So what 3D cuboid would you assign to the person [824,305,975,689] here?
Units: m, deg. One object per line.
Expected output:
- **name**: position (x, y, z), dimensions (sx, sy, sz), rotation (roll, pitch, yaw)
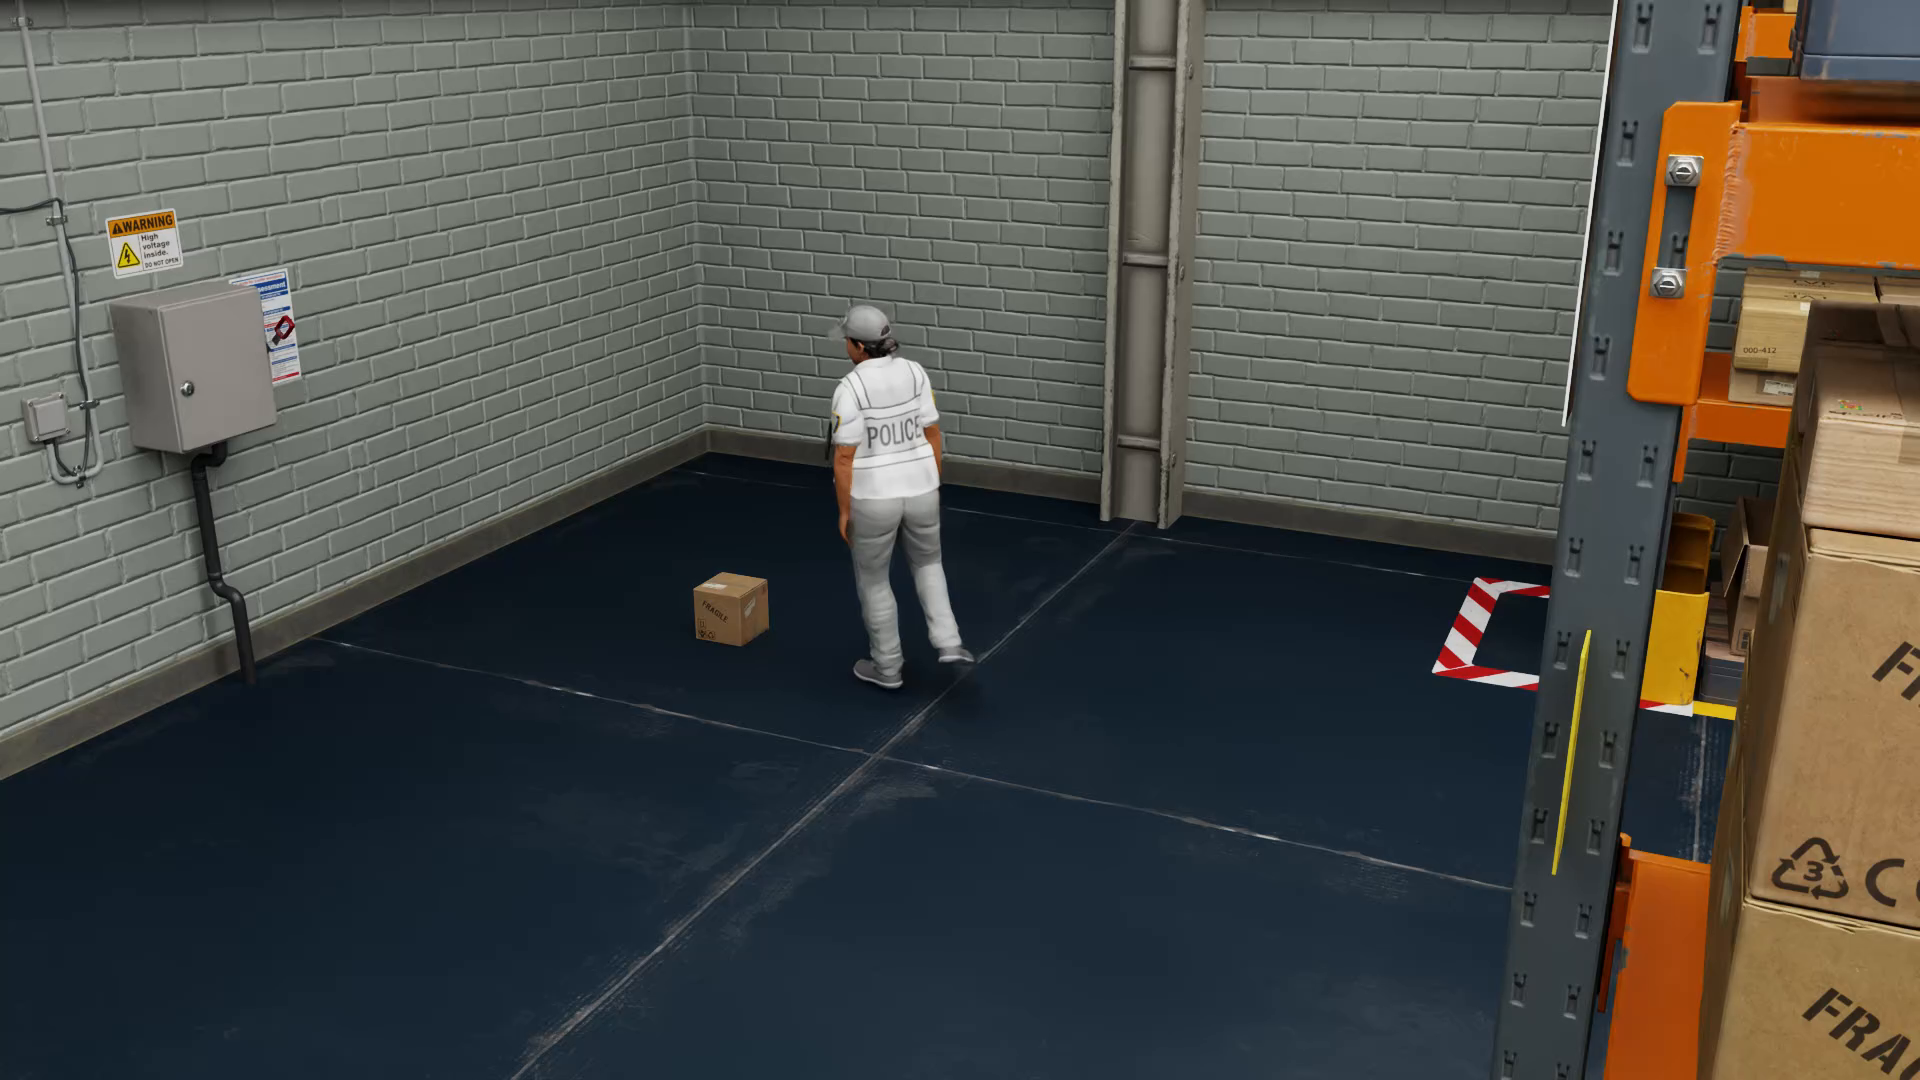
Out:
- **person**: position (-0.252, -0.150, 6.987), dimensions (0.553, 1.661, 0.594), rotation (-11, 22, -29)
